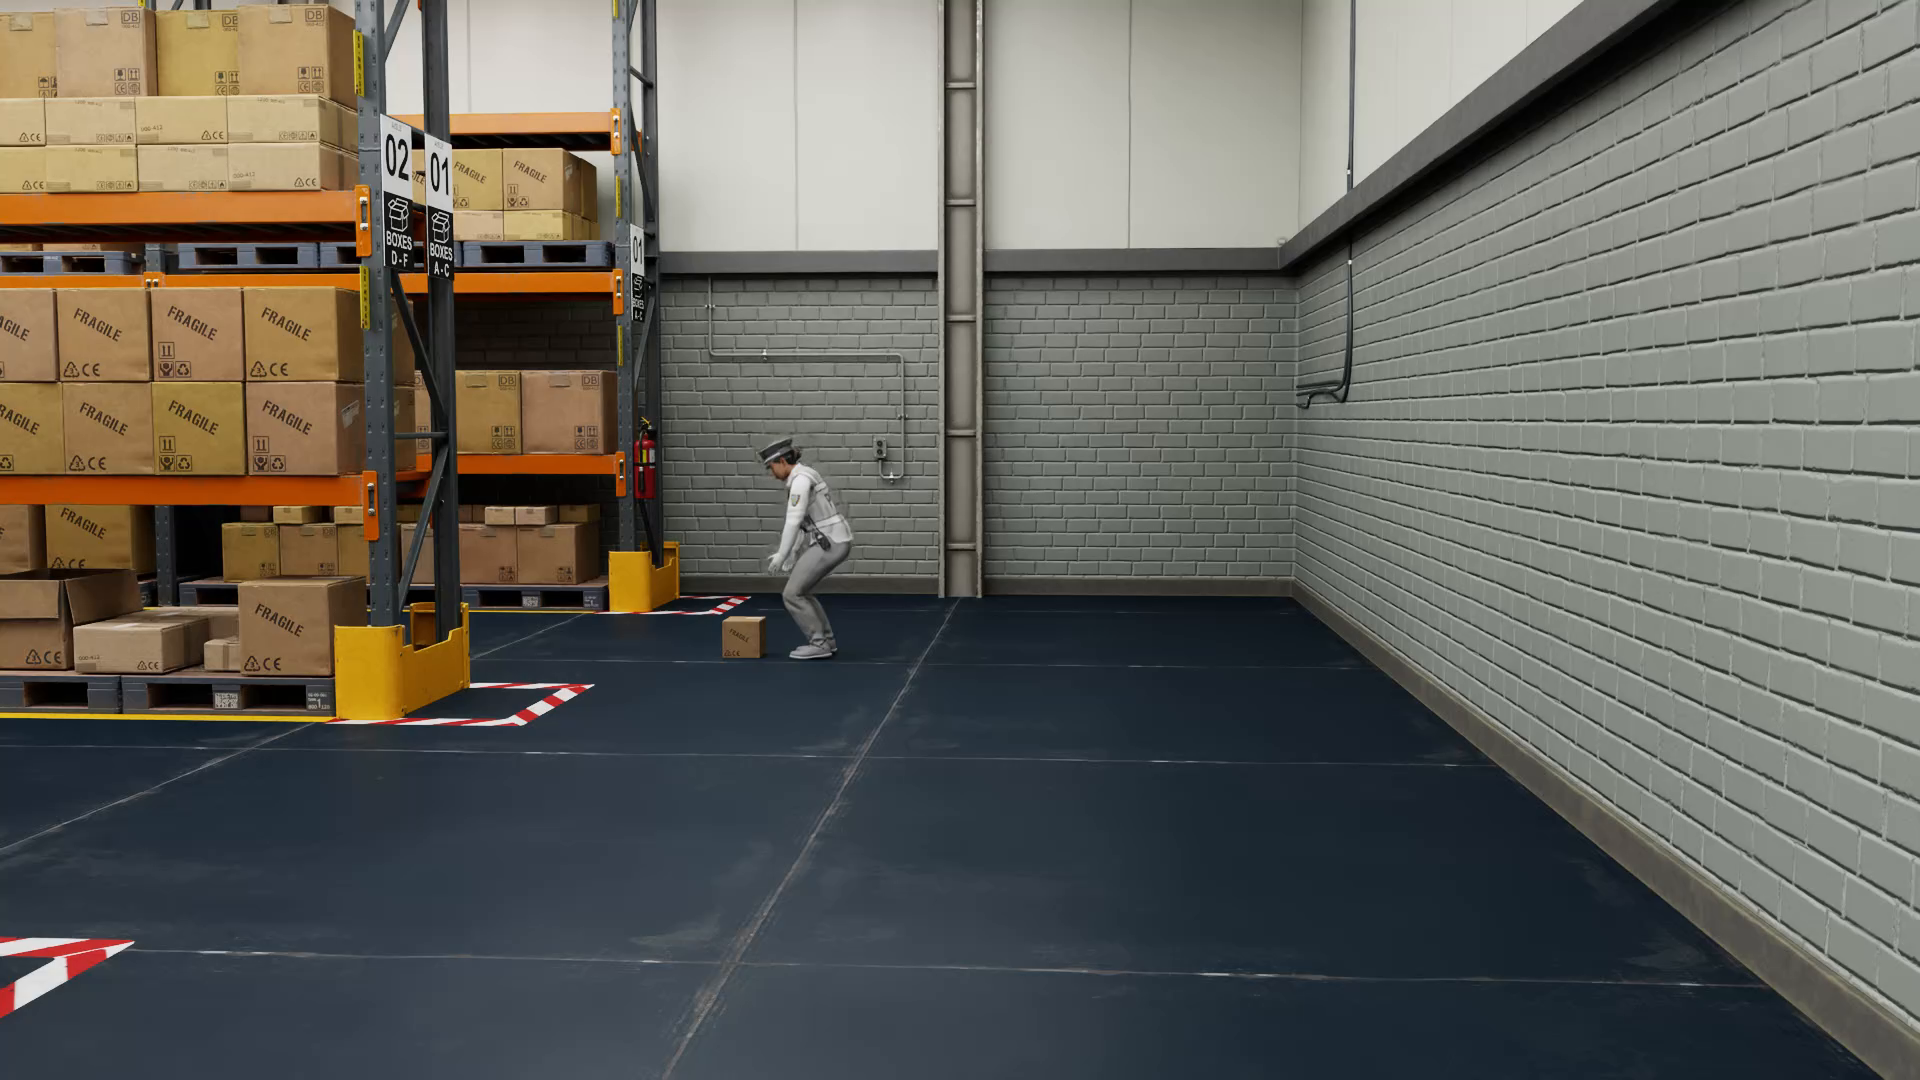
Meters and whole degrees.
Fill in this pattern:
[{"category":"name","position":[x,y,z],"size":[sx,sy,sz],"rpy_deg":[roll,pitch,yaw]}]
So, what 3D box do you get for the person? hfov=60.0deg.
[{"category":"person","position":[-1.040,0.059,11.168],"size":[0.634,1.479,0.531],"rpy_deg":[0,4,4]}]
